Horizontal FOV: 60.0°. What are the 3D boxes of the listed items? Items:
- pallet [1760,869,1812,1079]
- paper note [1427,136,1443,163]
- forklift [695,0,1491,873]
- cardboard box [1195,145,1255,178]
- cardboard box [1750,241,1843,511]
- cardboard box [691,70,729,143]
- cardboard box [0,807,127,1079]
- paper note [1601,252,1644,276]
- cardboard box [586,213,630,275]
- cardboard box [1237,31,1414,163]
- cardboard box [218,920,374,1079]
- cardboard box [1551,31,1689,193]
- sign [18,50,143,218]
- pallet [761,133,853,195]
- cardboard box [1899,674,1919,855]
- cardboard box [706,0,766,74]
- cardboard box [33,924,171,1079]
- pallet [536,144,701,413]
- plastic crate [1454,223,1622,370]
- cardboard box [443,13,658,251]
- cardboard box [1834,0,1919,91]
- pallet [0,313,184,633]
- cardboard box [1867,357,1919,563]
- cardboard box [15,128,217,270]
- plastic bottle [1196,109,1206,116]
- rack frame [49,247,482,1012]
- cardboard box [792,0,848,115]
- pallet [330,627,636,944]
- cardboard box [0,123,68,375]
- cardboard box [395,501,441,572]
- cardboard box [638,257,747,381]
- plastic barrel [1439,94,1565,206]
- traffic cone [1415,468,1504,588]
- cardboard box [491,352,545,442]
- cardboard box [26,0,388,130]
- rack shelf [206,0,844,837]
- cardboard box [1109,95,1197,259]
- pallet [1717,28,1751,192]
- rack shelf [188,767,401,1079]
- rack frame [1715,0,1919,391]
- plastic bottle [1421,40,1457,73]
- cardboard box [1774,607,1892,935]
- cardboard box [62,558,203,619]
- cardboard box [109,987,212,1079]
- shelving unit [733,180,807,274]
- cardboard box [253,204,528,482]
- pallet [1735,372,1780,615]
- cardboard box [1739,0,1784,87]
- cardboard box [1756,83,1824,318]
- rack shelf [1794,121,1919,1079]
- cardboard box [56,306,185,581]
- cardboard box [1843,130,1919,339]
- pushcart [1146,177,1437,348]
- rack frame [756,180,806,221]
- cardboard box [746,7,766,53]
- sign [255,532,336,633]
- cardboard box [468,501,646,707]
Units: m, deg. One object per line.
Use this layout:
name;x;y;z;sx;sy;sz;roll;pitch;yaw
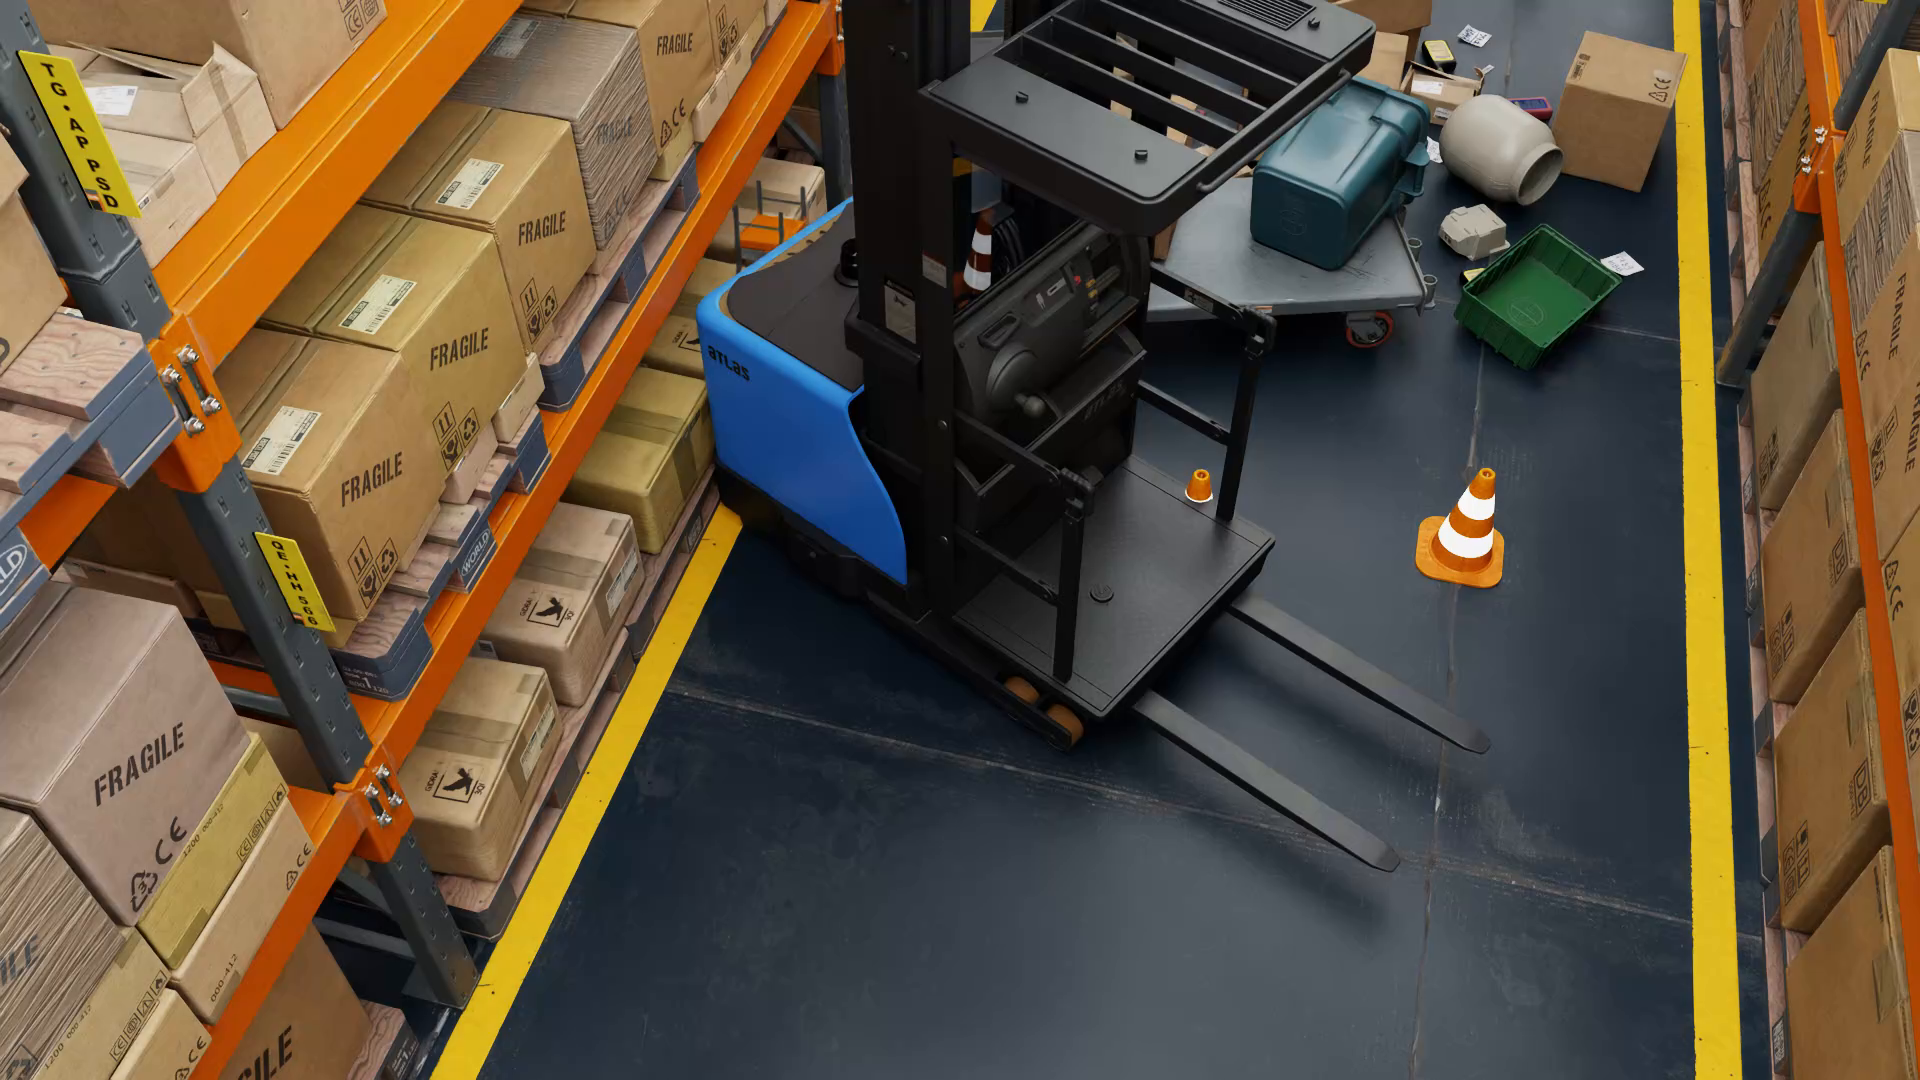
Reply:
pallet;3.026;1.647;5.074;1.003;0.211;1.213;12;50;10
paper note;2.391;-1.972;8.394;0.172;0.023;0.155;28;54;22
forklift;0.473;-0.666;5.302;3.031;2.935;1.130;33;56;25
cardboard box;1.282;-1.778;8.061;0.258;0.266;0.396;-19;51;-16
cardboard box;3.722;-0.541;6.366;1.050;0.750;0.750;11;50;10
cardboard box;-1.055;-1.581;5.951;0.380;0.149;0.250;12;50;10
cardboard box;-2.067;0.811;3.219;0.500;0.500;0.500;12;50;11
paper note;3.102;-1.296;7.792;0.147;0.020;0.142;-19;51;-16
cardboard box;-1.319;-1.038;5.471;0.380;0.149;0.250;13;50;11
cardboard box;1.792;-2.181;8.168;0.797;0.637;0.503;12;50;10
cardboard box;-2.318;1.423;4.549;0.875;0.875;0.875;11;50;10
cardboard box;3.218;-2.112;8.198;0.500;0.500;0.500;19;51;16
sign;-1.523;-0.698;2.886;0.100;0.325;0.005;12;50;10
pallet;-0.860;-2.087;8.370;1.003;0.211;1.213;12;50;10
cardboard box;2.738;0.508;4.154;0.500;0.500;0.500;12;50;10
cardboard box;-1.033;-2.049;5.932;0.500;0.500;0.500;12;50;10
cardboard box;-2.070;1.032;3.524;0.500;0.250;0.500;10;49;9
pallet;-1.574;-1.000;5.679;1.003;0.211;1.213;12;50;10
plastic crate;2.581;-1.086;7.464;0.662;0.188;0.450;-37;68;-28
cardboard box;-1.311;-1.298;5.269;0.500;0.500;0.500;10;49;9
cardboard box;3.885;-1.932;6.274;0.875;0.550;0.550;12;50;10
pallet;-2.174;-0.078;2.862;1.213;0.211;1.003;14;50;12
cardboard box;3.001;-0.226;4.801;0.500;0.500;0.500;12;50;11
cardboard box;-1.809;-0.728;3.477;0.380;0.149;0.250;12;50;10
plastic bottle;1.146;-2.108;8.489;0.133;0.061;0.283;19;51;16
rack frame;-2.056;0.376;4.336;1.000;3.000;0.127;12;50;10
cardboard box;-0.587;-2.368;7.812;0.500;0.500;0.500;14;50;12
pallet;-1.849;0.734;5.880;1.003;0.211;1.213;12;50;10
cardboard box;-2.010;-0.487;2.748;0.797;0.503;0.637;9;49;8
cardboard box;-1.684;-0.076;4.623;0.380;0.149;0.250;9;49;8
cardboard box;-1.325;-0.886;6.923;0.950;0.372;0.625;14;50;12
plastic barrel;2.618;-1.884;8.049;0.421;0.421;0.512;-27;54;-22
traffic cone;1.989;-0.102;6.450;0.336;0.463;0.334;12;50;10
cardboard box;-1.475;-0.460;4.961;0.380;0.149;0.250;12;50;10
cardboard box;-1.797;-1.333;3.777;0.700;0.500;0.500;12;50;10
rack shelf;-1.529;-0.832;5.883;1.077;0.370;4.000;12;50;10
cardboard box;0.722;-1.611;7.252;0.500;0.500;0.500;12;50;10
pallet;4.394;-2.110;8.391;1.003;0.211;1.213;12;50;10
rack shelf;-2.582;2.061;3.329;1.077;0.370;4.000;12;50;10
rack frame;3.799;-1.613;6.092;1.000;3.000;0.127;12;50;10
plastic bottle;2.573;-2.575;8.901;0.133;0.061;0.283;-4;49;-3
cardboard box;3.220;0.830;5.156;1.050;0.750;0.750;12;50;11
cardboard box;-2.197;0.037;4.523;0.380;0.149;0.250;13;50;11
cardboard box;-2.058;1.215;3.695;0.500;0.250;0.500;12;50;11
shelving unit;-0.746;-0.898;6.704;0.215;1.050;0.252;10;37;12
cardboard box;-1.584;-0.552;4.611;0.500;0.500;0.500;14;50;12
pallet;3.669;-0.118;6.632;1.003;0.211;1.213;12;50;10
cardboard box;4.507;-2.802;8.278;0.875;0.875;0.875;11;49;9
cardboard box;4.032;-1.490;7.121;0.875;0.875;0.875;12;50;11
rack shelf;3.273;0.071;5.085;1.077;0.370;4.000;12;50;10
cardboard box;-2.204;-0.278;4.368;0.500;0.500;0.500;10;49;9
cardboard box;3.269;-0.954;5.443;0.500;0.500;0.500;12;50;10
pushcart;1.210;-1.236;7.508;1.648;0.377;0.936;-4;49;-3
rack frame;-0.713;-0.966;6.800;0.200;1.050;0.008;10;37;12
cardboard box;-0.959;-1.959;6.285;0.380;0.149;0.250;10;49;9
sign;-1.520;0.100;3.808;0.100;0.325;0.005;12;50;10
cardboard box;-1.711;0.165;5.995;0.950;0.372;0.625;11;49;9
